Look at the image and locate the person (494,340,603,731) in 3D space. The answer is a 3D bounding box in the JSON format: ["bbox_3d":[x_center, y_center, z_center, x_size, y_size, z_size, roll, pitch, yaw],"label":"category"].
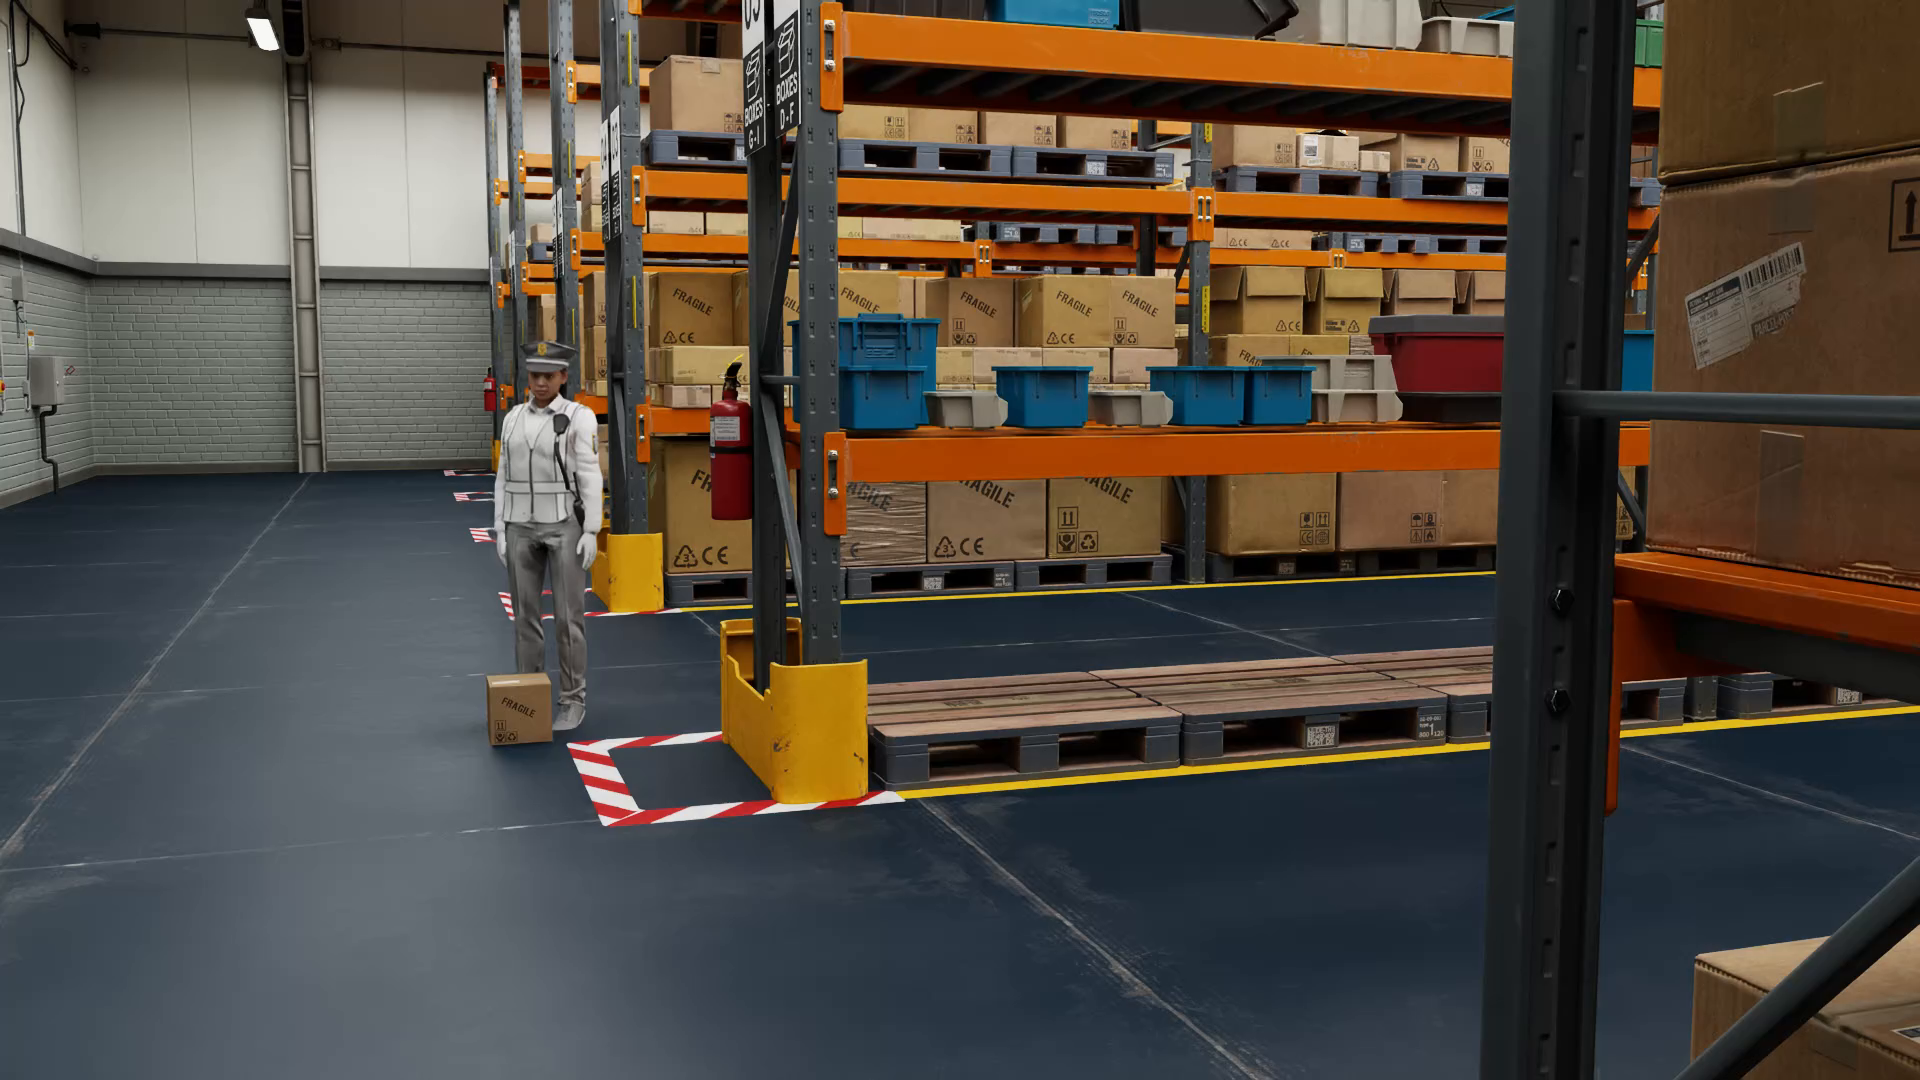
[{"bbox_3d":[-1.800,0.000,7.250,0.498,1.725,0.331,1,6,12],"label":"person"}]
